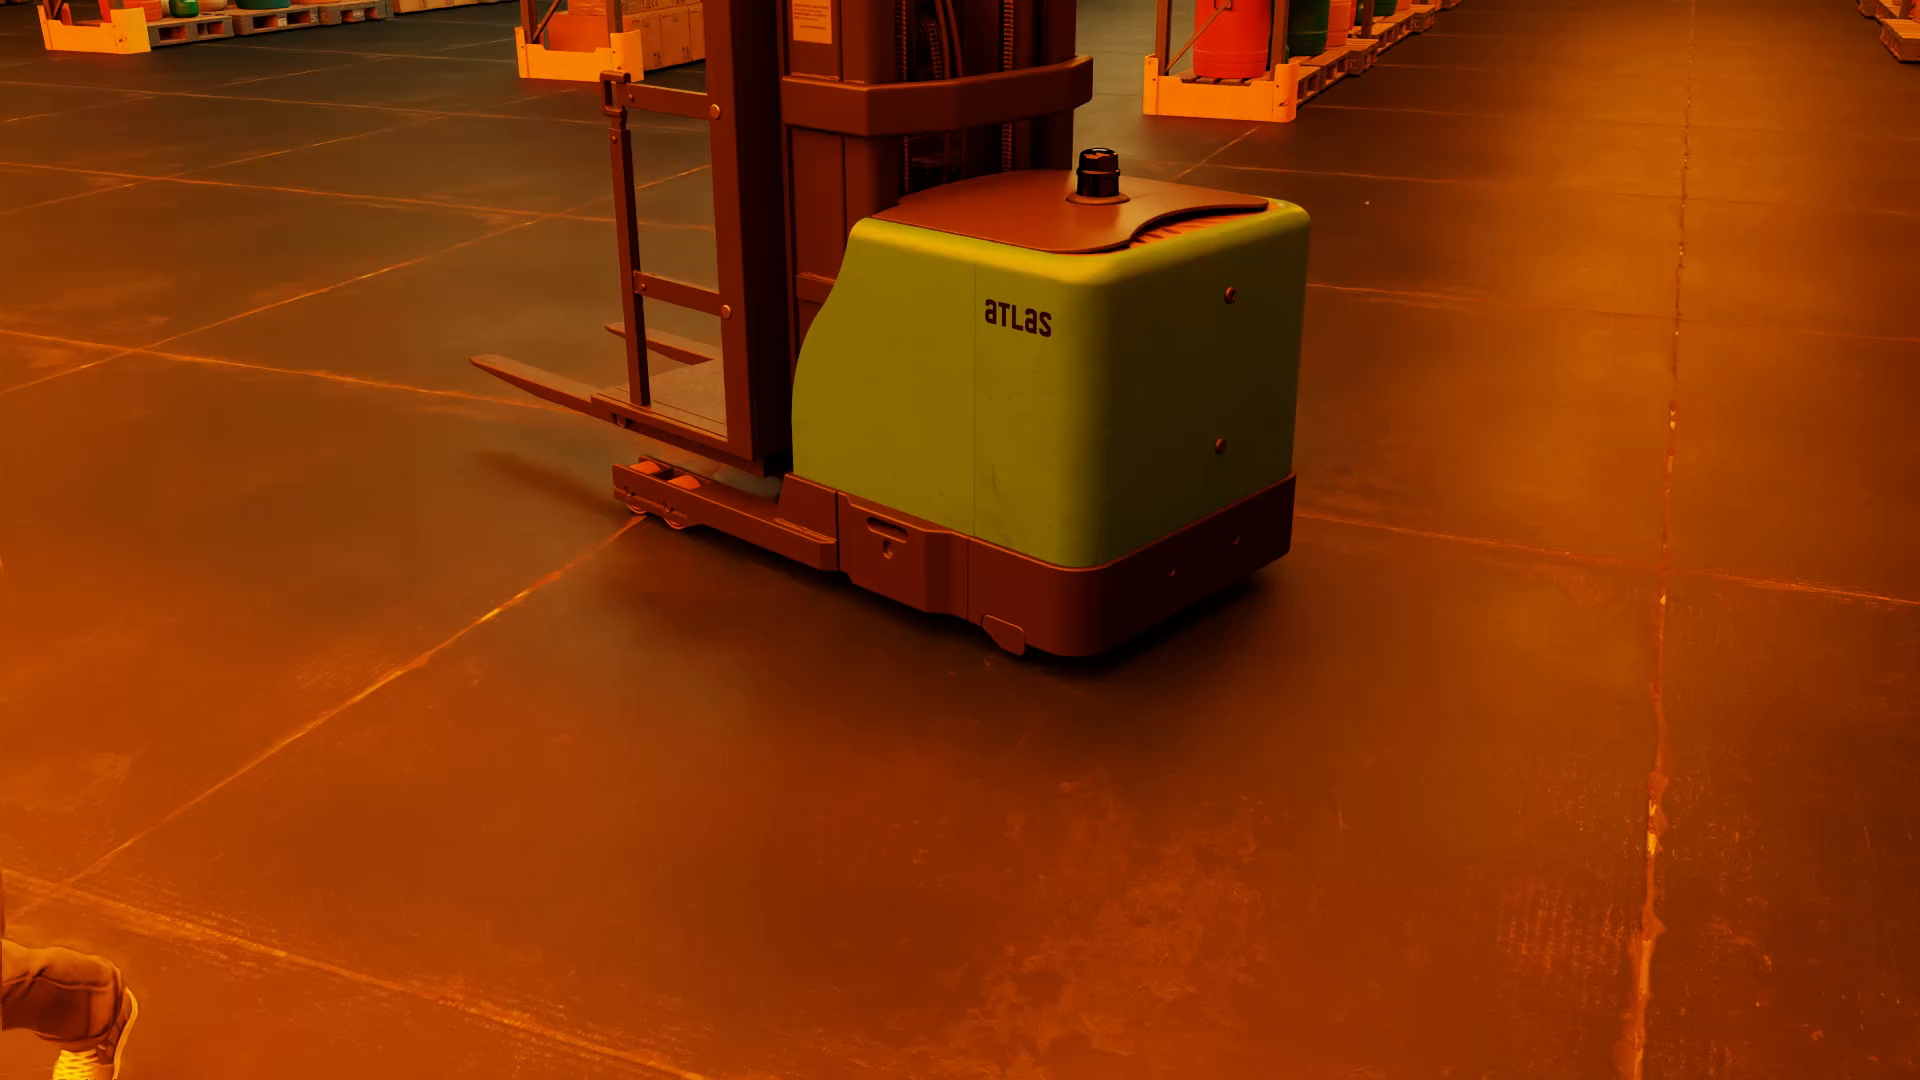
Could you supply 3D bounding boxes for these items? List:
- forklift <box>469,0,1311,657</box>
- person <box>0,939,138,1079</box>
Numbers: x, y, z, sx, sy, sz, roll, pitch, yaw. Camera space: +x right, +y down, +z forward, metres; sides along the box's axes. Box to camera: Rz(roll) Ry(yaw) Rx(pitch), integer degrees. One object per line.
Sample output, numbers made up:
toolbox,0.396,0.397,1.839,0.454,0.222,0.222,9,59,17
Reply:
forklift,-0.464,-1.516,4.919,3.031,2.935,1.130,19,30,38
person,-1.564,0.305,2.329,0.687,1.579,0.587,4,23,8
